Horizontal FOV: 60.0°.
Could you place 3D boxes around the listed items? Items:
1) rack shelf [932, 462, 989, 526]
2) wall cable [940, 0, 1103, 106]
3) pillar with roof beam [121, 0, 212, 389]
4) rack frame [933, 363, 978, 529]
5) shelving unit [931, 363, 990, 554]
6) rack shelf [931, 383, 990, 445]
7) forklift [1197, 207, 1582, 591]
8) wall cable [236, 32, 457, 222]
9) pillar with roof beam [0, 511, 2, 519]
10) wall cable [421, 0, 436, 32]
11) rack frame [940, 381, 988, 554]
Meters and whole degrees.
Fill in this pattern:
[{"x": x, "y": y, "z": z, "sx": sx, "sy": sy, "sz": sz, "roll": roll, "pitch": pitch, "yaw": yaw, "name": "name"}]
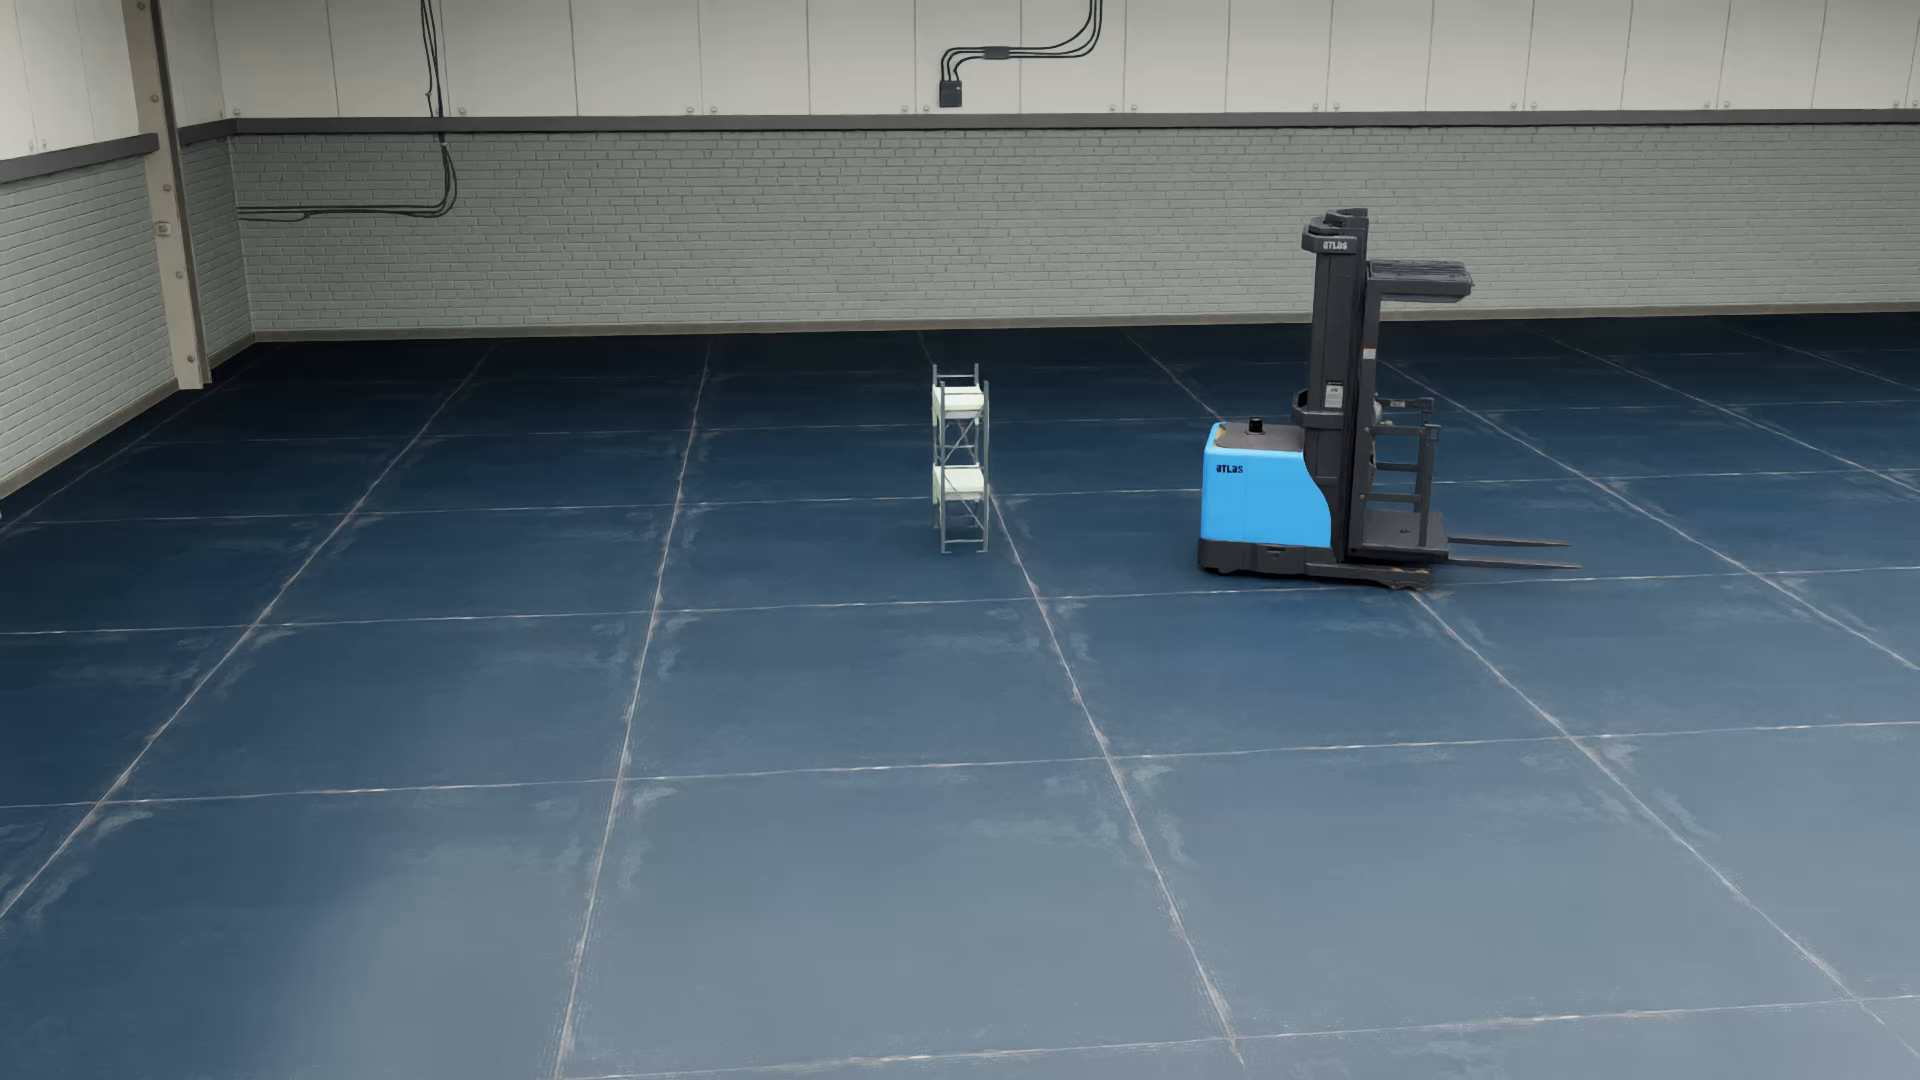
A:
[{"x": -0.001, "y": -0.407, "z": 14.556, "sx": 0.431, "sy": 0.370, "sz": 0.720, "roll": -2, "pitch": 18, "yaw": -6, "name": "rack shelf"}, {"x": 0.868, "y": -9.054, "z": 22.814, "sx": 2.305, "sy": 6.003, "sz": 0.169, "roll": -2, "pitch": 18, "yaw": -6, "name": "wall cable"}, {"x": -5.306, "y": -6.357, "z": 19.902, "sx": 9.100, "sy": 9.000, "sz": 0.400, "roll": -2, "pitch": 18, "yaw": -6, "name": "pillar with roof beam"}, {"x": -0.038, "y": -0.827, "z": 14.806, "sx": 0.400, "sy": 1.500, "sz": 0.023, "roll": -2, "pitch": 18, "yaw": -6, "name": "rack frame"}, {"x": -0.001, "y": -0.718, "z": 14.459, "sx": 0.431, "sy": 1.500, "sz": 0.755, "roll": -2, "pitch": 18, "yaw": -6, "name": "shelving unit"}, {"x": -0.001, "y": -1.090, "z": 14.342, "sx": 0.431, "sy": 0.370, "sz": 0.720, "roll": -2, "pitch": 18, "yaw": -6, "name": "rack shelf"}, {"x": 3.545, "y": -1.163, "z": 13.489, "sx": 3.031, "sy": 2.935, "sz": 1.130, "roll": 4, "pitch": 18, "yaw": 12, "name": "forklift"}, {"x": -8.576, "y": -5.661, "z": 22.870, "sx": 3.097, "sy": 2.526, "sz": 0.112, "roll": -2, "pitch": 18, "yaw": -6, "name": "wall cable"}, {"x": -4.687, "y": -4.569, "z": 14.208, "sx": 9.100, "sy": 9.000, "sz": 0.400, "roll": -2, "pitch": 18, "yaw": -6, "name": "pillar with roof beam"}, {"x": -5.885, "y": -8.154, "z": 22.379, "sx": 3.097, "sy": 2.526, "sz": 0.112, "roll": -2, "pitch": 18, "yaw": -6, "name": "wall cable"}, {"x": 0.037, "y": -0.609, "z": 14.111, "sx": 0.400, "sy": 1.500, "sz": 0.023, "roll": -2, "pitch": 18, "yaw": -6, "name": "rack frame"}]
